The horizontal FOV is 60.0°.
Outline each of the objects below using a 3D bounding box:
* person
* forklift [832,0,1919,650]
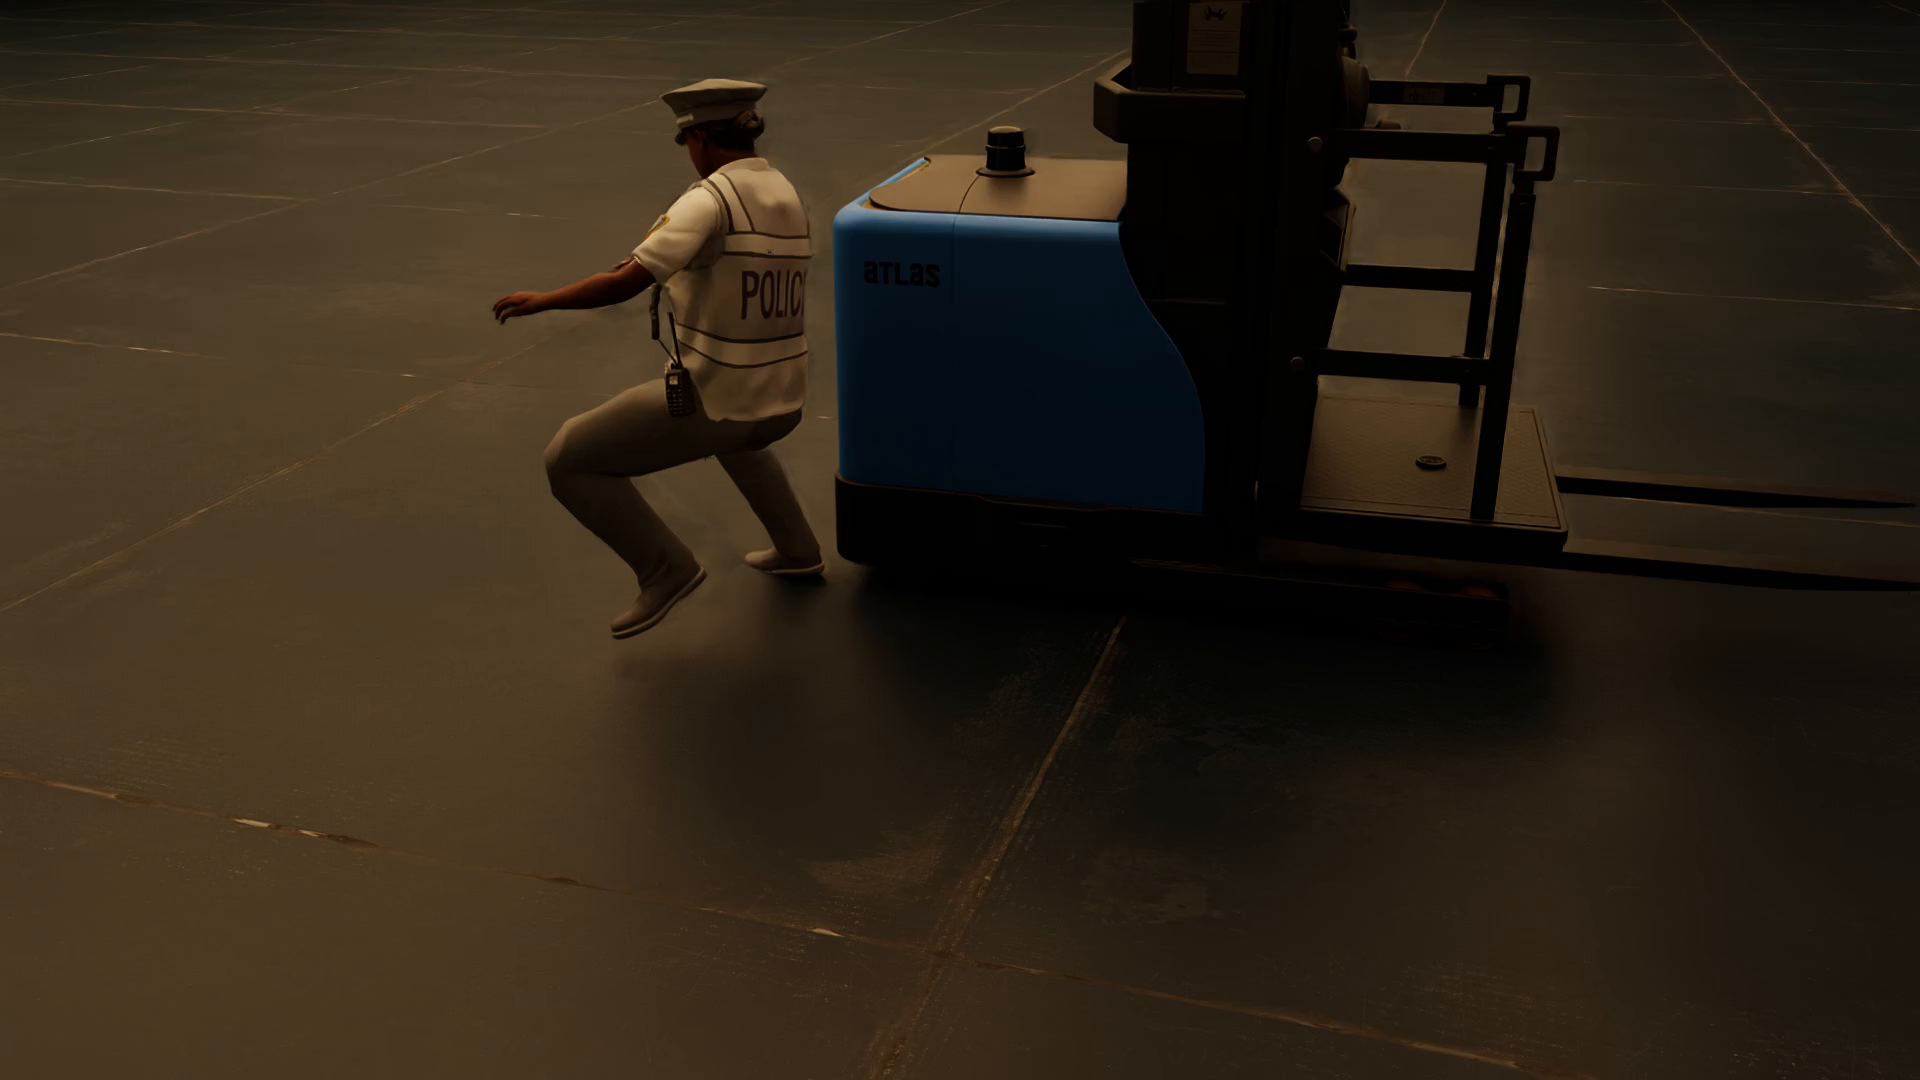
[{"bbox_3d":[-0.733,-0.452,4.357,0.744,1.476,0.880,15,27,31],"label":"person"},{"bbox_3d":[1.215,-1.287,4.396,3.031,2.935,1.130,5,23,13],"label":"forklift"}]
